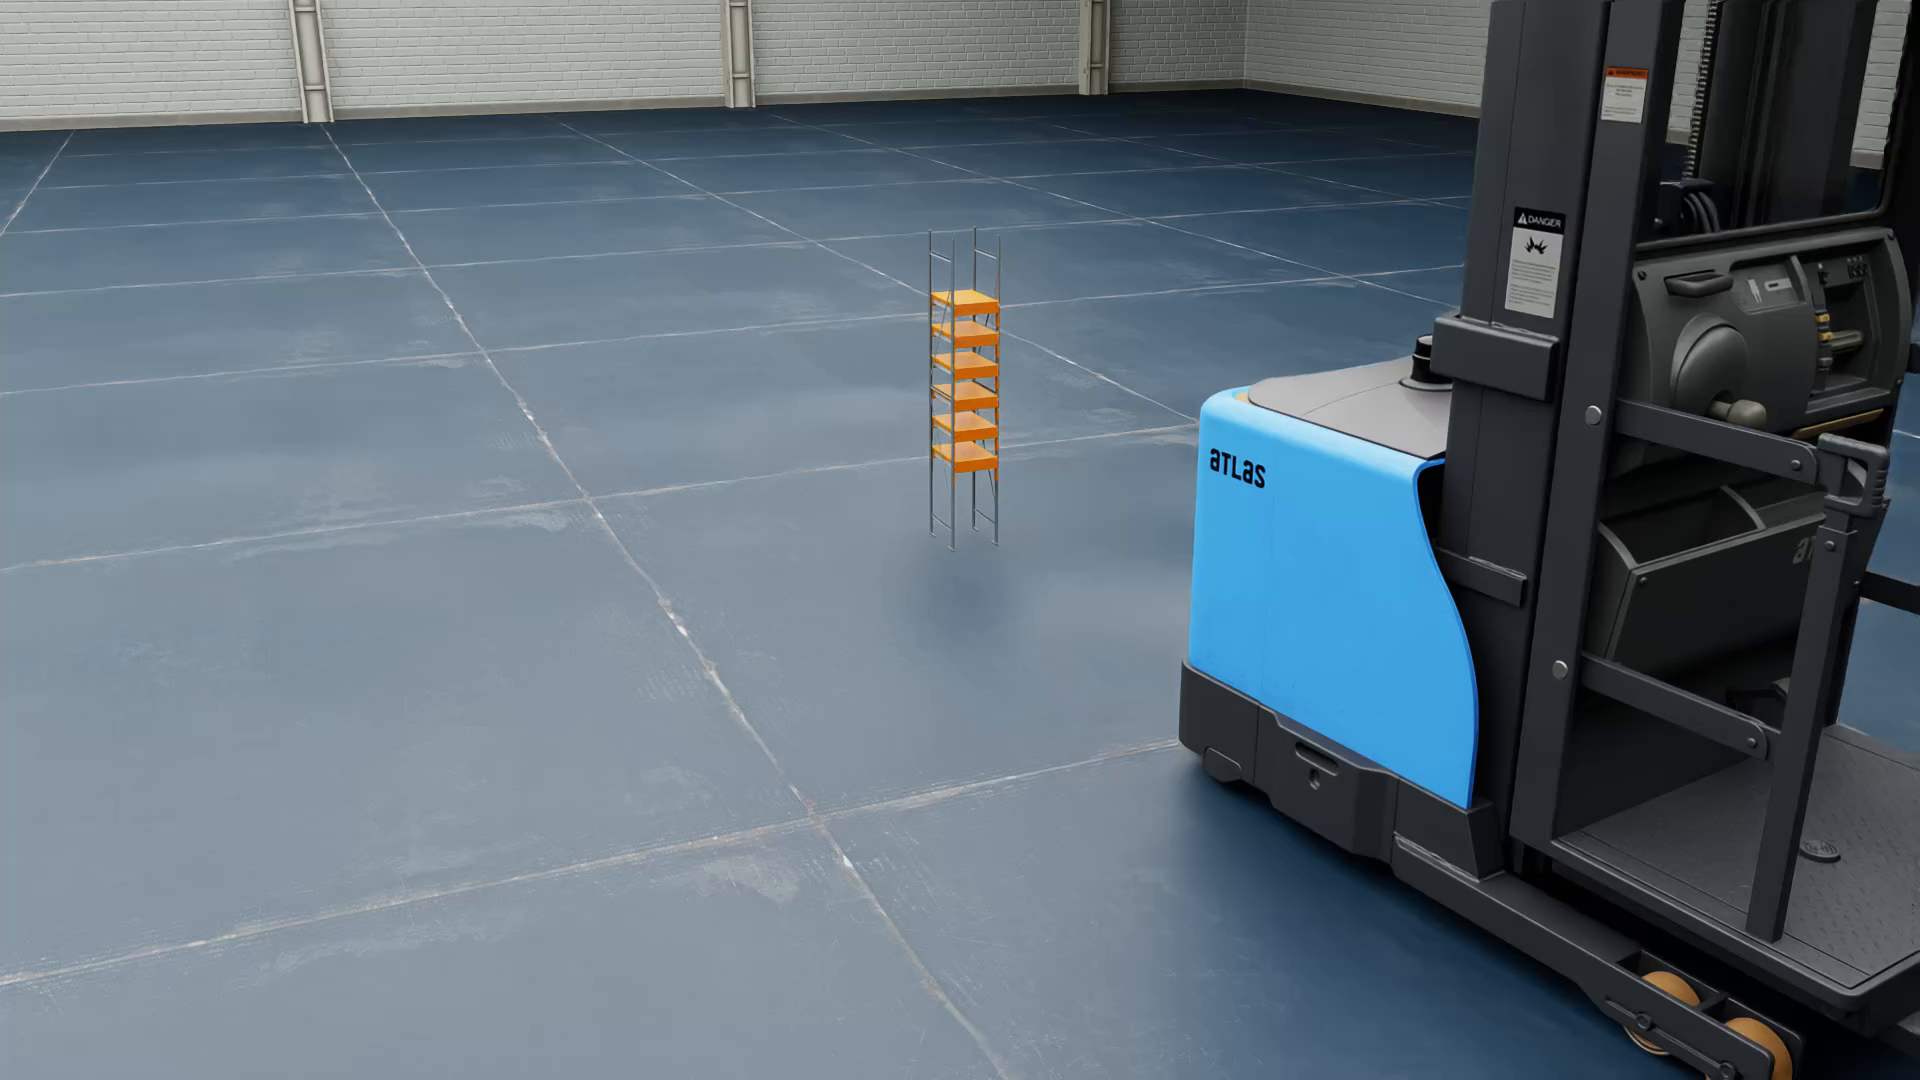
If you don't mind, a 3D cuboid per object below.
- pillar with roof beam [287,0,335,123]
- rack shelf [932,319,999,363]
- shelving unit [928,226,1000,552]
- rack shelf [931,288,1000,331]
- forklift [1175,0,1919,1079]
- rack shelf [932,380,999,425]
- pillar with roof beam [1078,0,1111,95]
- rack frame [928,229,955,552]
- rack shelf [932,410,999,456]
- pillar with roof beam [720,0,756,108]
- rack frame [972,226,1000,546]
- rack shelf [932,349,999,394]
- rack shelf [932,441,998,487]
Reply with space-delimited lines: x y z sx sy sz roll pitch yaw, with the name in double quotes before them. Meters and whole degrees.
"pillar with roof beam" -7.123 -8.694 17.663 0.400 9.000 9.100 -8 21 -22
"rack shelf" 0.013 -0.752 6.263 0.180 0.103 0.258 -8 21 -22
"shelving unit" 0.013 -0.568 6.328 0.189 1.200 0.258 -8 21 -22
"rack shelf" 0.013 -0.866 6.223 0.180 0.103 0.258 -8 21 -22
"forklift" 1.830 -0.438 3.354 1.130 2.935 3.031 -12 23 -31
"rack shelf" 0.013 -0.526 6.343 0.180 0.103 0.258 -8 21 -22
"pillar with roof beam" 3.895 -10.272 22.146 0.400 9.000 9.100 -8 21 -22
"rack frame" -0.071 -0.556 6.294 0.006 1.200 0.240 -8 21 -22
"rack shelf" 0.013 -0.413 6.383 0.180 0.103 0.258 -8 21 -22
"pillar with roof beam" -1.614 -9.483 19.905 0.400 9.000 9.100 -8 21 -22
"rack frame" 0.097 -0.580 6.362 0.006 1.200 0.240 -8 21 -22
"rack shelf" 0.013 -0.639 6.303 0.180 0.103 0.258 -8 21 -22
"rack shelf" 0.013 -0.300 6.423 0.180 0.103 0.258 -8 21 -22
